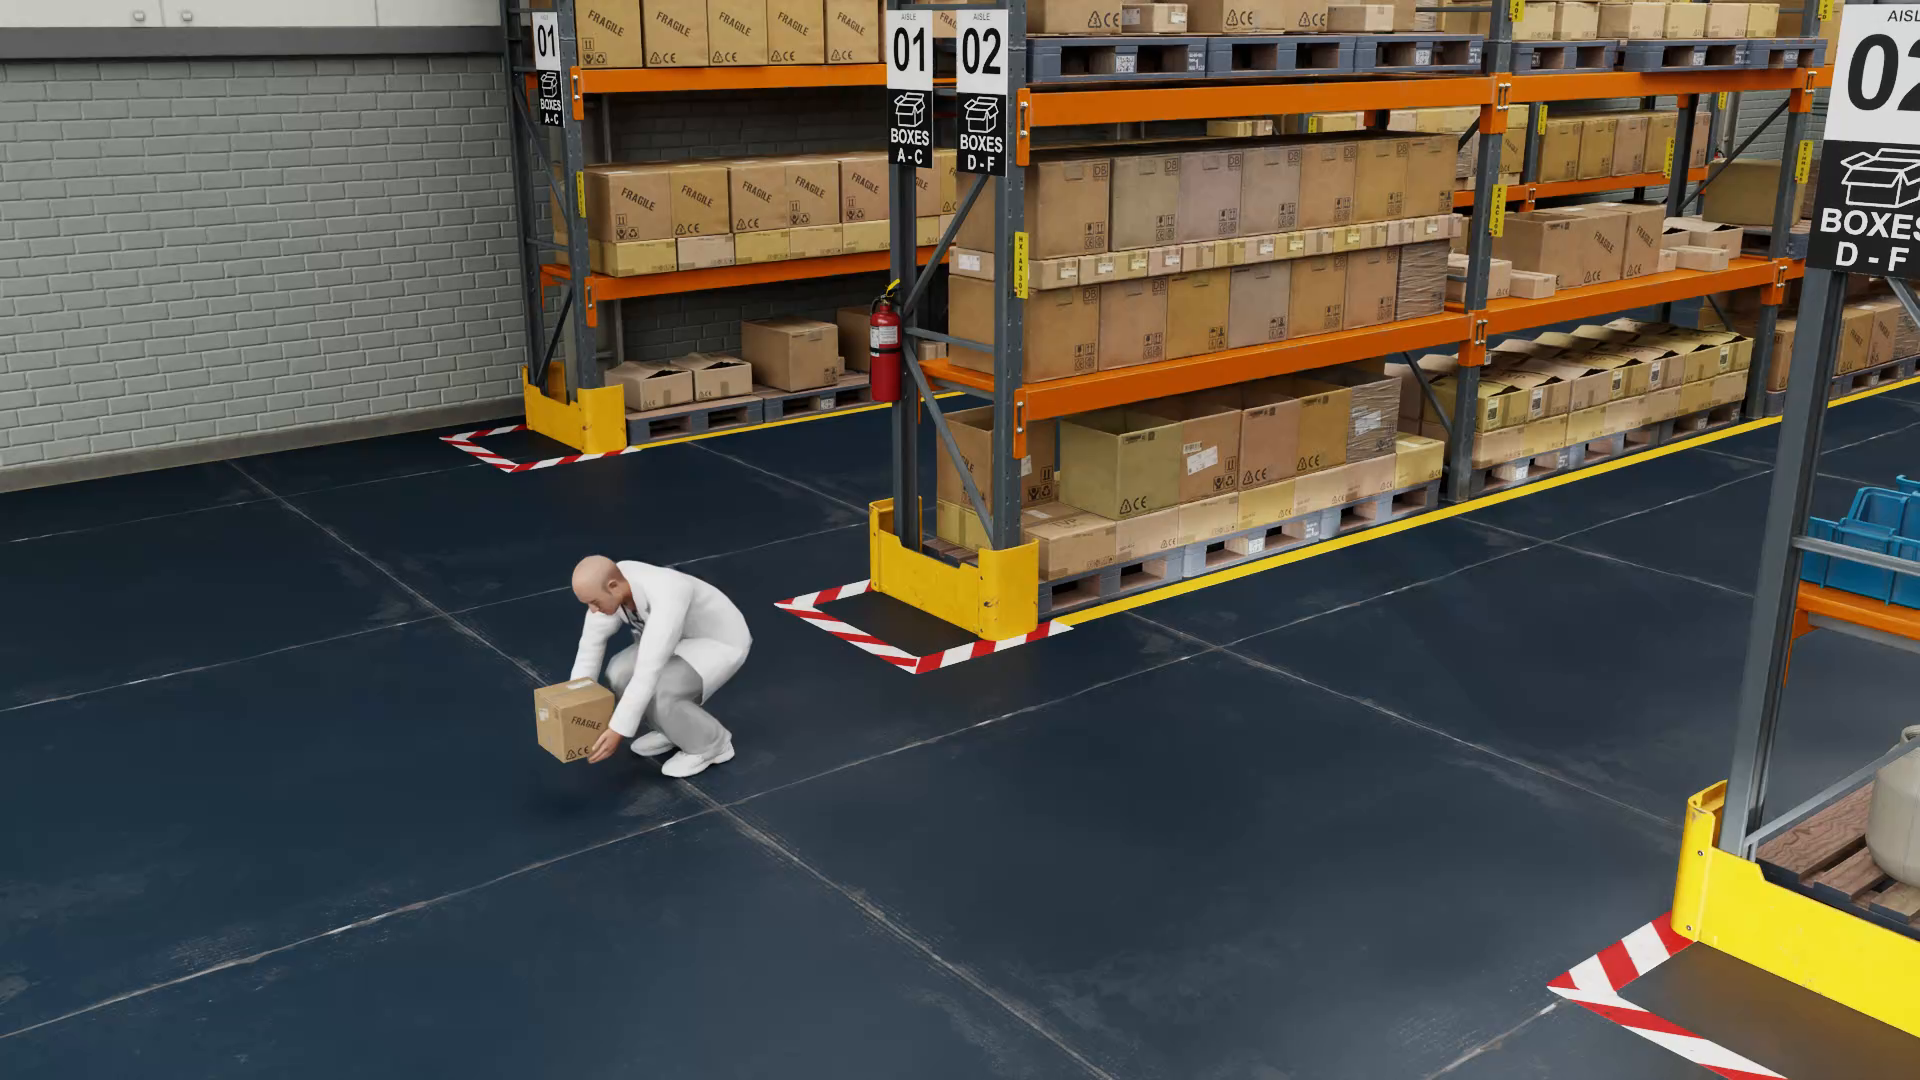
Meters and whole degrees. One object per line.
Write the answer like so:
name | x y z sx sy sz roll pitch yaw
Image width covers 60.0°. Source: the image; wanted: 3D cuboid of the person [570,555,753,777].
person | -1.312 0.502 7.199 0.899 1.046 0.613 -13 22 -36
